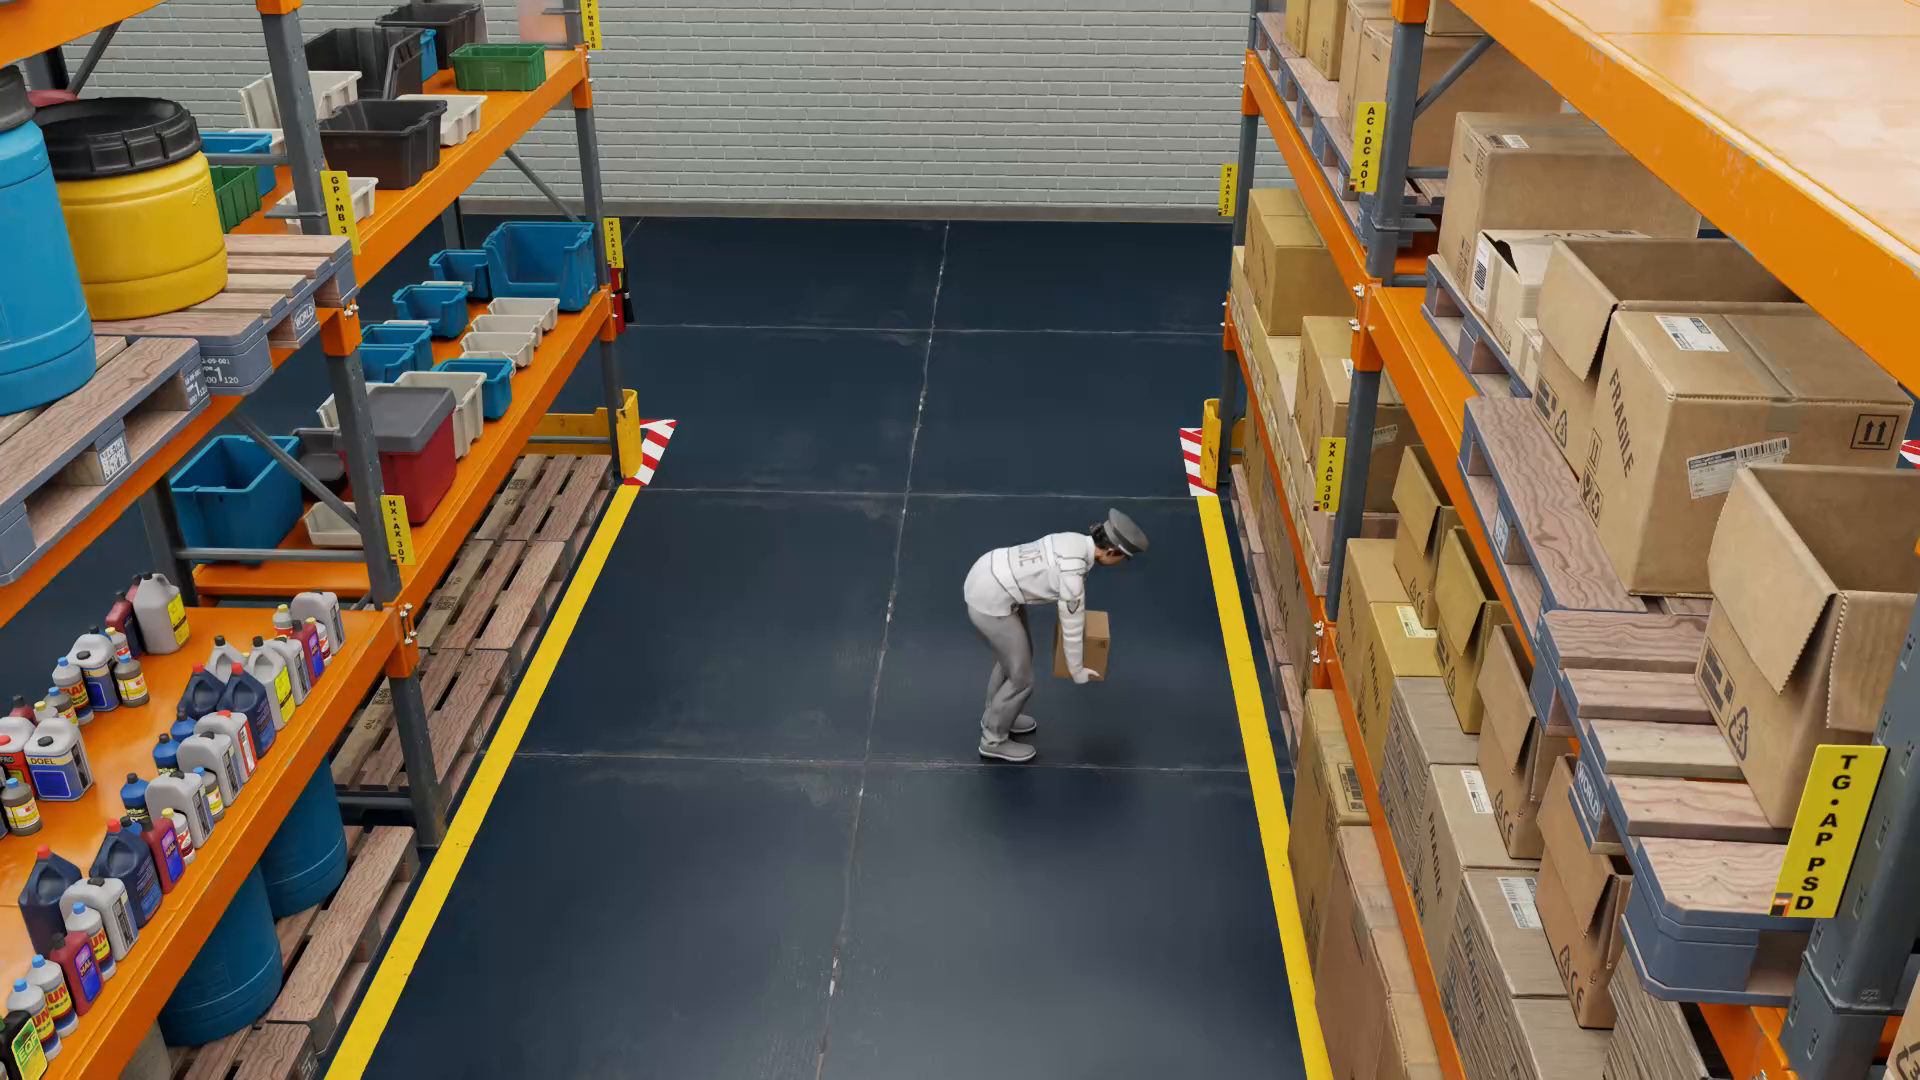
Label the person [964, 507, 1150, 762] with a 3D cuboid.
[{"bbox_3d":[0.462,0.451,8.164,0.887,1.306,0.412,0,28,1],"label":"person"}]
